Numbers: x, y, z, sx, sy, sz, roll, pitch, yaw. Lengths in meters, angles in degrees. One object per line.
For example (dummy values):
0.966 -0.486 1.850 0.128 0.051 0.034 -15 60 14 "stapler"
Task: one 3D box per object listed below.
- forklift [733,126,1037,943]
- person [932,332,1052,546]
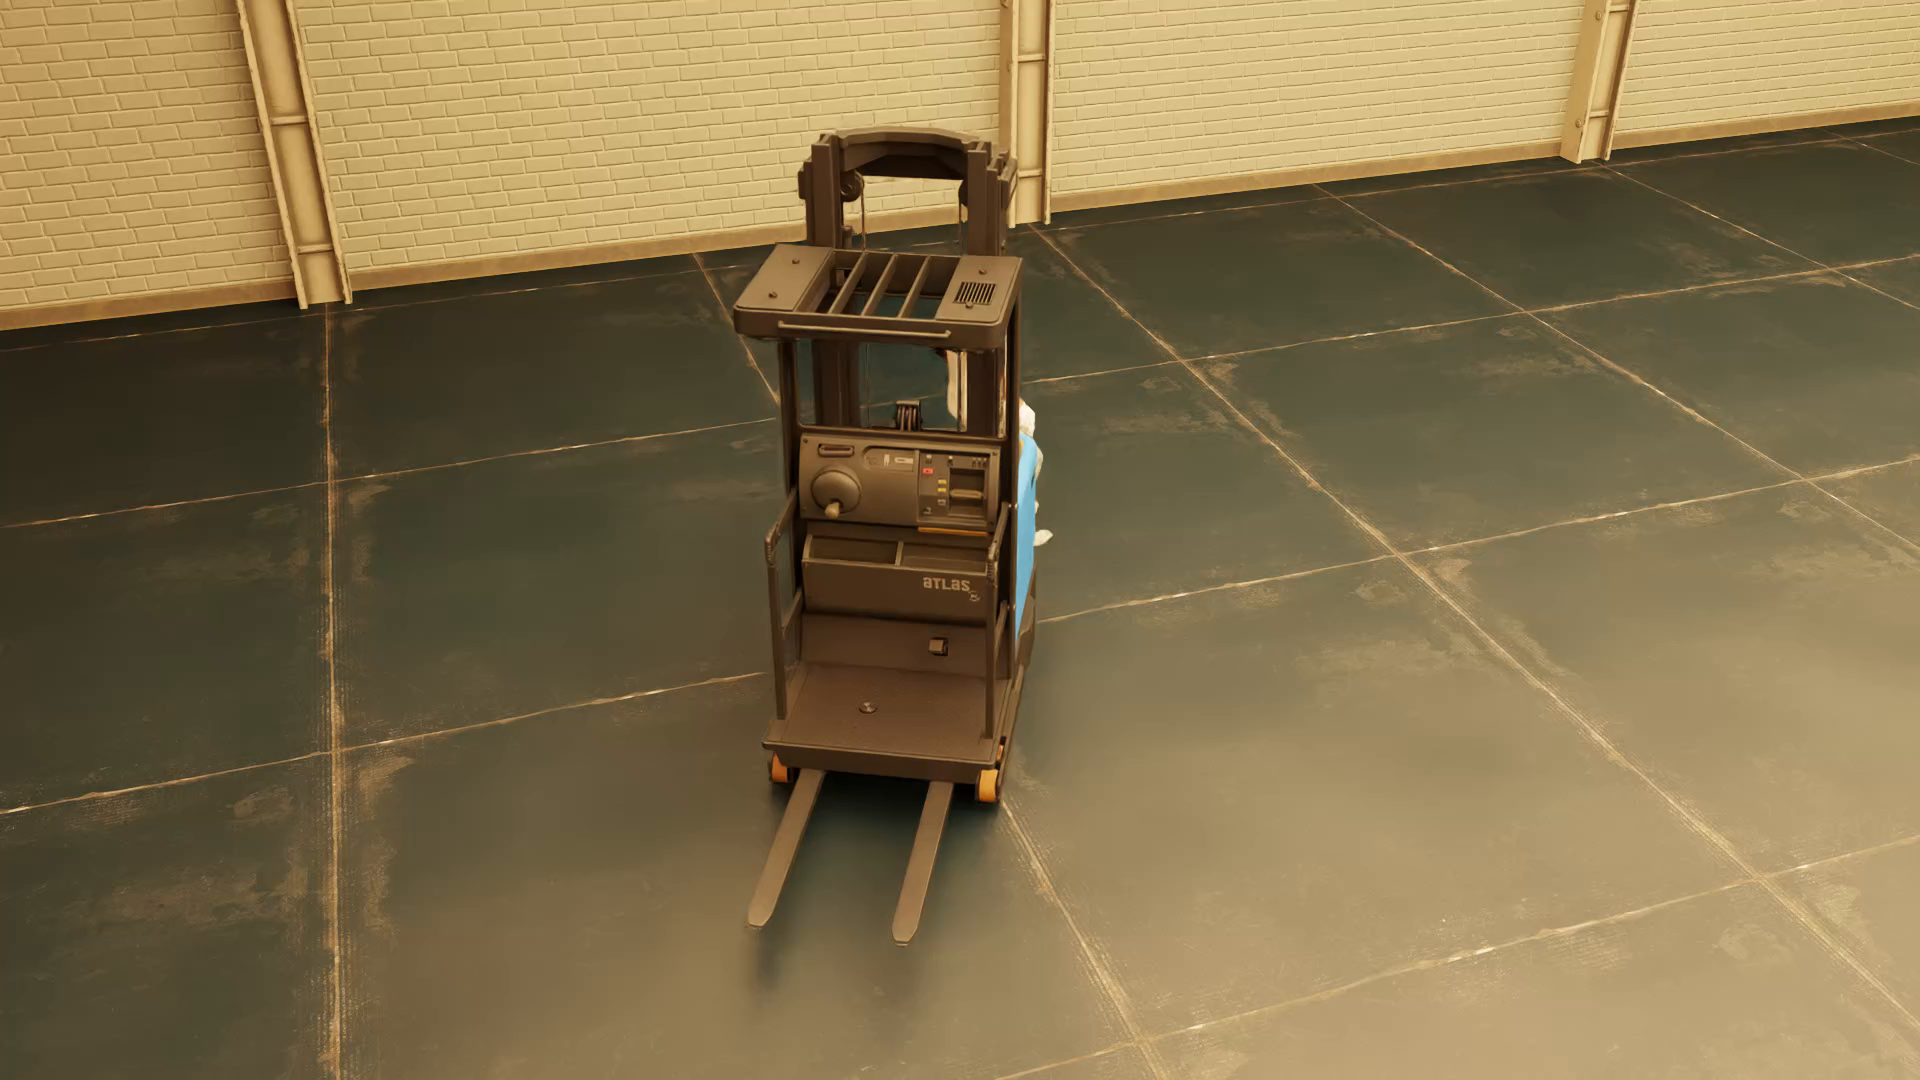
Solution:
-0.311 -0.218 7.466 1.130 2.935 3.031 4 30 8 "forklift"
0.248 -0.810 9.751 0.625 1.749 0.961 -13 32 -22 "person"
